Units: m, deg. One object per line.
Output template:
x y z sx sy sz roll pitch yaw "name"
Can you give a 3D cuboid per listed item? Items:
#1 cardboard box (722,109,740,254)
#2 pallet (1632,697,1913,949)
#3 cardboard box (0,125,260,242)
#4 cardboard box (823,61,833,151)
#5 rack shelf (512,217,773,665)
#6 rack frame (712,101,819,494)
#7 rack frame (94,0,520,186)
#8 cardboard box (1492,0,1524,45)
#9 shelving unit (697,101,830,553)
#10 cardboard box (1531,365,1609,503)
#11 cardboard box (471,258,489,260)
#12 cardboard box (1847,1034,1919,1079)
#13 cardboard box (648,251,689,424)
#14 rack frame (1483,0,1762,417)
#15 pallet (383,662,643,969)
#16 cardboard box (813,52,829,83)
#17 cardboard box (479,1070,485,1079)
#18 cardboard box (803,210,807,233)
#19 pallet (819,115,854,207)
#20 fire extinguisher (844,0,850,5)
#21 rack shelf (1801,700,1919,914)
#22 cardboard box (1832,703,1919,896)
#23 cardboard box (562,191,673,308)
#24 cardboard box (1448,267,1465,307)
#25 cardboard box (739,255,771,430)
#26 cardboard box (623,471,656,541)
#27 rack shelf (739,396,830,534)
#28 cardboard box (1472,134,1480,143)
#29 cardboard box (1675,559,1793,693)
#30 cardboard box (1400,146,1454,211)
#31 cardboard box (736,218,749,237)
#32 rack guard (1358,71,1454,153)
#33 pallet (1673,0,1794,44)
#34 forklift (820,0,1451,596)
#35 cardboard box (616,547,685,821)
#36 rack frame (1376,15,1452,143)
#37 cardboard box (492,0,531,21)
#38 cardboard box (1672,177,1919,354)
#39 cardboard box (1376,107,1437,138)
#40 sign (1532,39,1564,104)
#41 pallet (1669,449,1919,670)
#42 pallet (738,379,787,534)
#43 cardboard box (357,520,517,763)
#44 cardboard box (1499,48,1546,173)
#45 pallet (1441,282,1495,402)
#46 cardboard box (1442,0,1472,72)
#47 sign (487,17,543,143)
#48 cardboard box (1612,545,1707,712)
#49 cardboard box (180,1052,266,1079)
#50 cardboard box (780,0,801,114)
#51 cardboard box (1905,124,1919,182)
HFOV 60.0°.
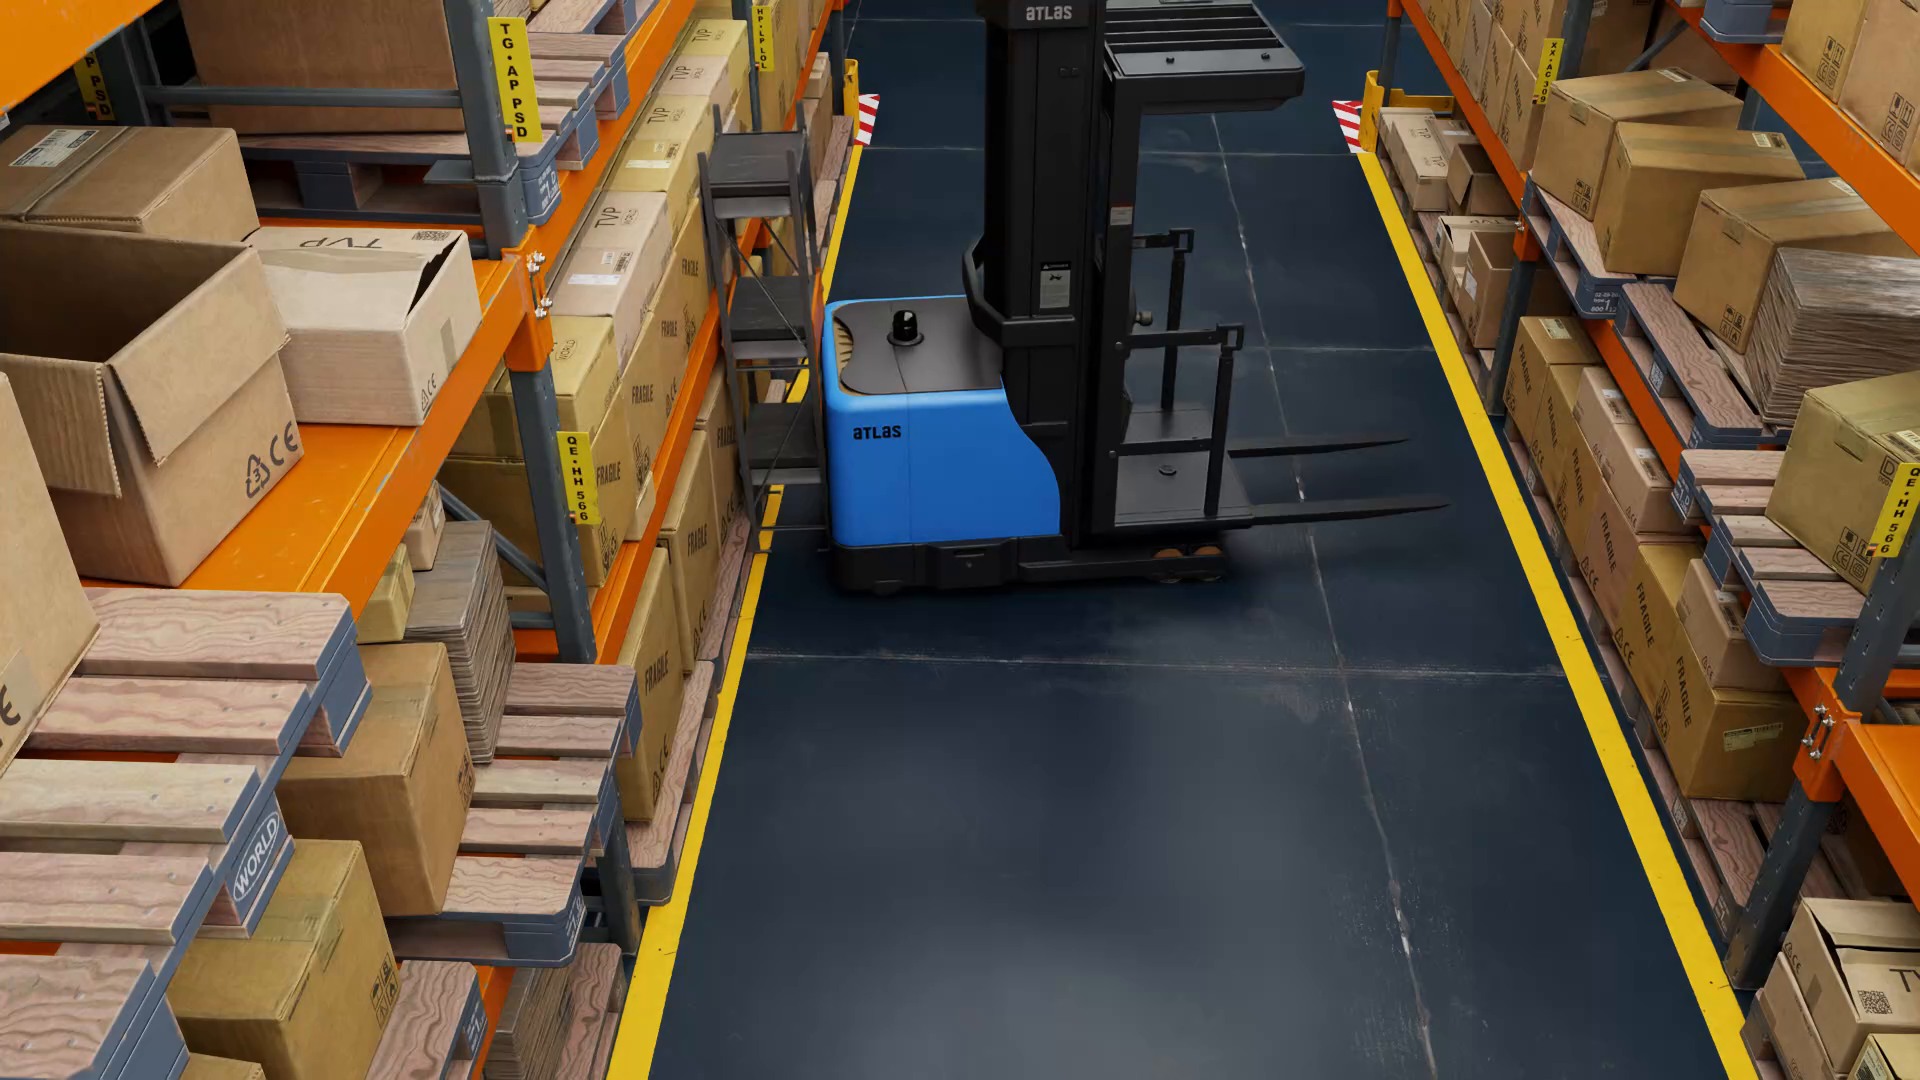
-1.298 -1.653 7.630 0.500 0.500 0.500 2 35 2 "cardboard box"
3.336 1.077 6.534 1.003 0.211 1.213 1 35 2 "pallet"
-1.940 -0.616 3.805 0.500 0.500 0.500 1 35 2 "cardboard box"
-1.288 -3.089 11.845 0.700 0.500 0.500 1 35 2 "cardboard box"
-1.601 -0.603 7.125 1.077 0.370 4.000 1 35 2 "rack shelf"
-0.845 -1.071 7.865 0.400 2.100 0.015 -2 38 1 "rack frame"
-1.681 -2.202 3.558 1.000 3.000 0.127 1 35 2 "rack frame"
3.209 -2.975 8.917 0.500 0.500 0.500 1 35 1 "cardboard box"
-0.845 -0.921 7.673 0.431 2.100 0.503 -2 38 1 "shelving unit"
3.156 -0.512 8.161 0.500 0.500 0.500 2 35 3 "cardboard box"
-1.898 -0.790 5.750 0.500 0.250 0.500 0 35 0 "cardboard box"
2.941 1.684 4.783 0.500 0.311 0.500 1 35 1 "cardboard box"
-1.355 -0.778 6.385 0.500 0.500 0.500 1 35 2 "cardboard box"
3.429 -1.934 8.393 1.000 3.000 0.127 1 35 2 "rack frame"
-1.604 0.742 4.752 1.213 0.211 1.003 1 35 2 "pallet"
-1.111 -3.276 11.548 0.380 0.149 0.250 1 35 1 "cardboard box"
-1.795 1.803 4.867 0.700 0.500 0.500 1 35 2 "cardboard box"
-1.342 -2.206 10.589 0.700 0.500 0.500 2 35 3 "cardboard box"
-1.314 -2.742 11.968 1.003 0.211 1.213 1 35 2 "pallet"
-0.893 -4.236 12.060 0.296 0.674 0.183 1 35 2 "fire extinguisher"
3.188 1.808 3.695 1.077 0.370 4.000 1 35 2 "rack shelf"
3.572 0.952 6.078 0.500 0.500 0.500 3 35 4 "cardboard box"
-1.369 -1.077 6.158 0.500 0.250 0.500 2 35 2 "cardboard box"
3.124 -1.498 9.870 0.380 0.149 0.250 1 35 2 "cardboard box"
-1.417 -0.962 8.514 0.750 0.750 0.750 2 35 2 "cardboard box"
-1.323 -0.132 6.031 0.380 0.149 0.250 2 35 3 "cardboard box"
-0.820 -0.359 8.112 0.431 0.518 0.480 -2 38 1 "rack shelf"
3.708 -2.704 11.570 0.380 0.166 0.250 1 35 2 "cardboard box"
3.070 0.325 6.318 0.500 0.250 0.500 3 35 4 "cardboard box"
3.244 -2.407 11.074 0.500 0.250 0.500 1 35 2 "cardboard box"
-1.238 -1.605 8.126 0.380 0.149 0.250 2 35 3 "cardboard box"
3.587 -3.166 12.320 1.175 0.500 0.348 1 35 2 "rack guard"
3.294 -2.115 6.206 1.213 0.211 1.003 1 35 2 "pallet"
0.859 -1.291 7.538 3.031 2.935 1.130 -4 35 -5 "forklift"
-1.521 0.540 6.377 0.750 0.750 0.750 1 35 1 "cardboard box"
3.590 -4.232 11.663 1.000 3.000 0.127 1 35 2 "rack frame"
-1.750 -1.782 5.098 0.700 0.500 0.500 0 35 -1 "cardboard box"
3.420 -1.130 6.797 0.700 0.500 0.500 -7 36 -10 "cardboard box"
3.230 -3.013 12.025 0.380 0.149 0.250 1 35 2 "cardboard box"
2.887 -2.296 8.156 0.100 0.325 0.005 1 35 2 "sign"
3.226 0.052 5.735 1.213 0.211 1.003 1 35 2 "pallet"
-1.476 -0.460 8.721 1.003 0.211 1.213 1 35 2 "pallet"
-1.690 0.301 4.743 0.700 0.500 0.500 -3 35 -4 "cardboard box"
3.193 -2.268 8.781 0.500 0.500 0.500 2 35 3 "cardboard box"
3.458 -1.187 9.756 1.003 0.211 1.213 1 35 2 "pallet"
3.248 -3.152 10.039 0.500 0.500 0.500 2 35 3 "cardboard box"
-1.139 -1.173 4.252 0.100 0.325 0.005 1 35 2 "sign"
3.093 0.367 6.911 0.500 0.500 0.500 0 35 0 "cardboard box"
-1.763 1.338 3.268 0.700 0.500 0.500 6 36 8 "cardboard box"
-1.448 -2.899 9.506 0.980 0.700 0.700 0 35 1 "cardboard box"
3.252 -1.155 4.589 0.910 0.500 0.500 1 35 2 "cardboard box"
